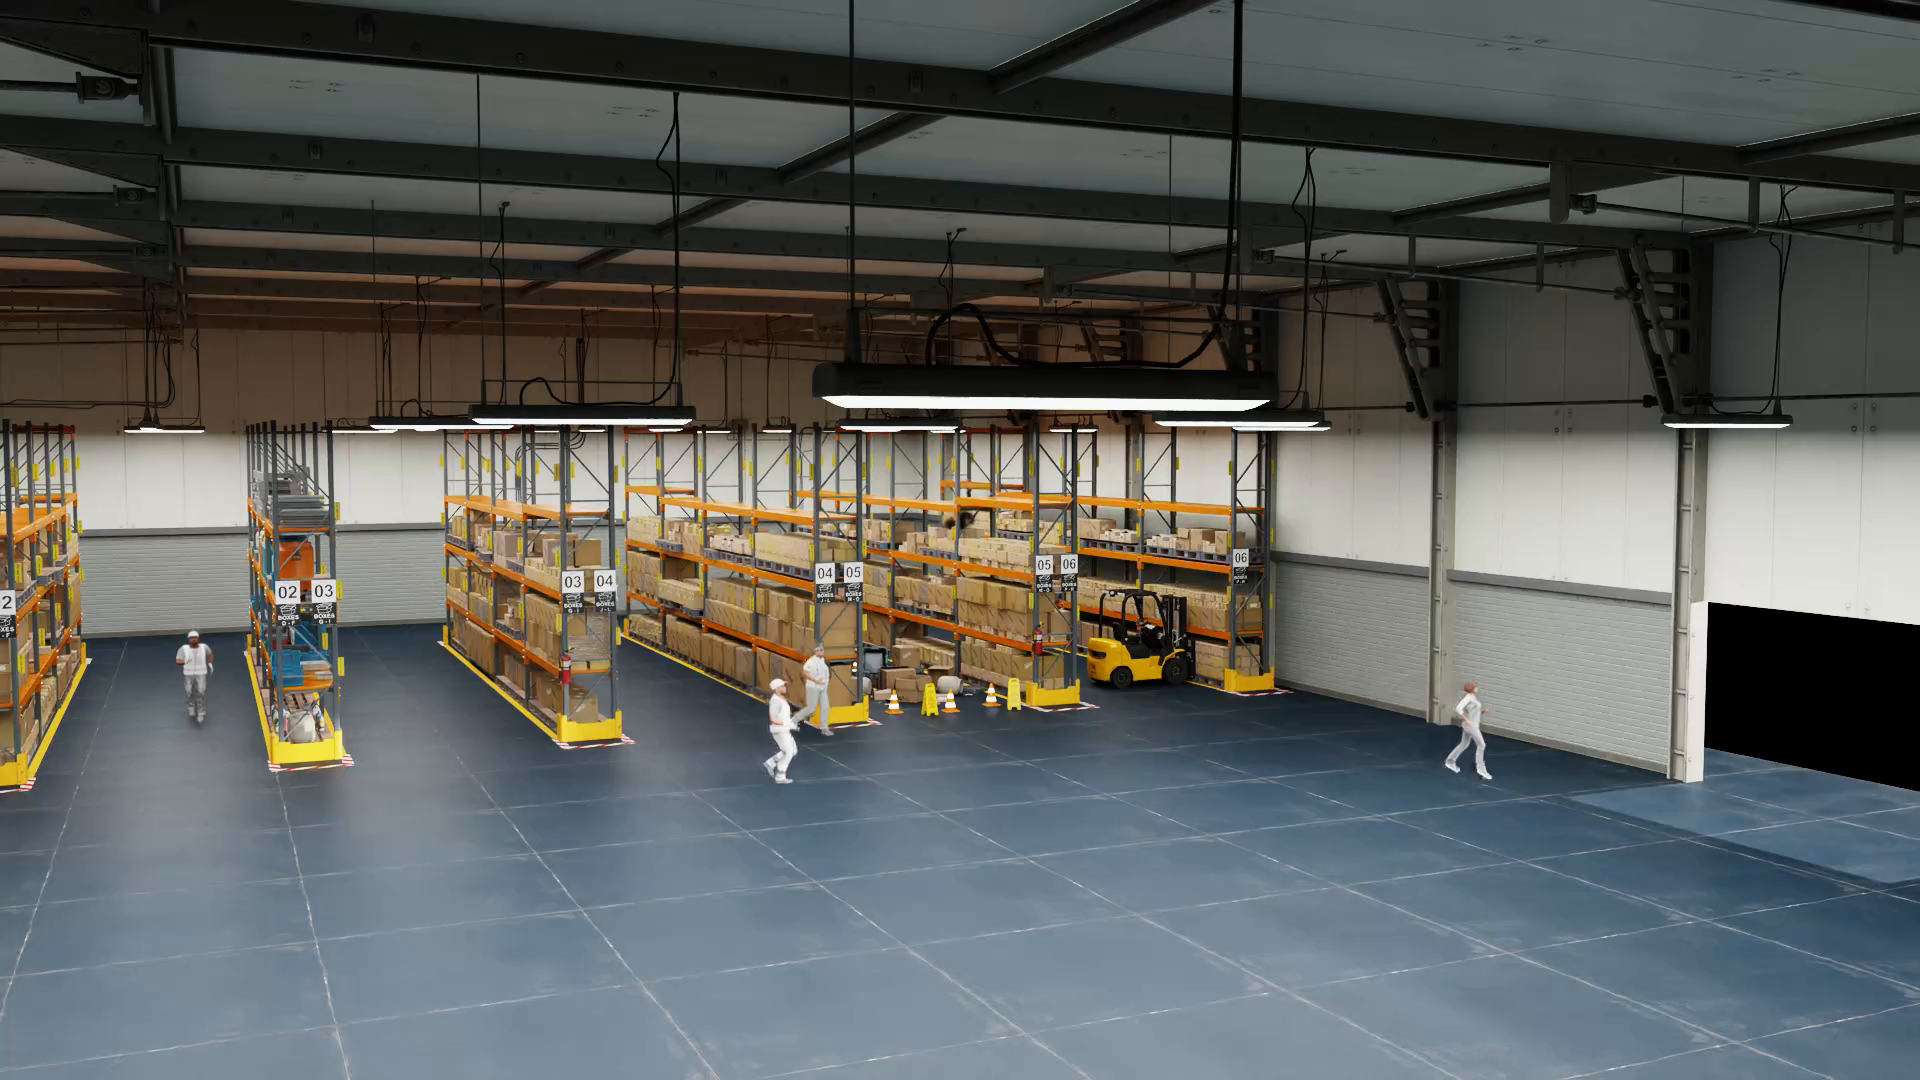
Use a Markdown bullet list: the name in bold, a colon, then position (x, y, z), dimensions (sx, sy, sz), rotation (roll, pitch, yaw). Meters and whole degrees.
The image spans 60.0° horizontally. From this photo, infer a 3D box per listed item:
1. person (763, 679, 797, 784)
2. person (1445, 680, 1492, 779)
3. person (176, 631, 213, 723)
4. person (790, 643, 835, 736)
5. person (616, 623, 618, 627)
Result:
- **person**: position (-2.947, 3.142, 27.329), dimensions (0.614, 1.738, 0.652), rotation (0, 4, 4)
- **person**: position (8.536, 3.179, 27.890), dimensions (0.757, 1.610, 0.514), rotation (1, 4, 12)
- **person**: position (-15.354, 2.713, 33.372), dimensions (0.678, 1.784, 0.972), rotation (-2, 4, -25)
- **person**: position (-2.731, 2.847, 31.940), dimensions (0.958, 1.743, 0.730), rotation (2, 4, 29)
- **person**: position (-10.179, 1.888, 48.184), dimensions (0.632, 1.694, 0.787), rotation (3, 5, 39)
